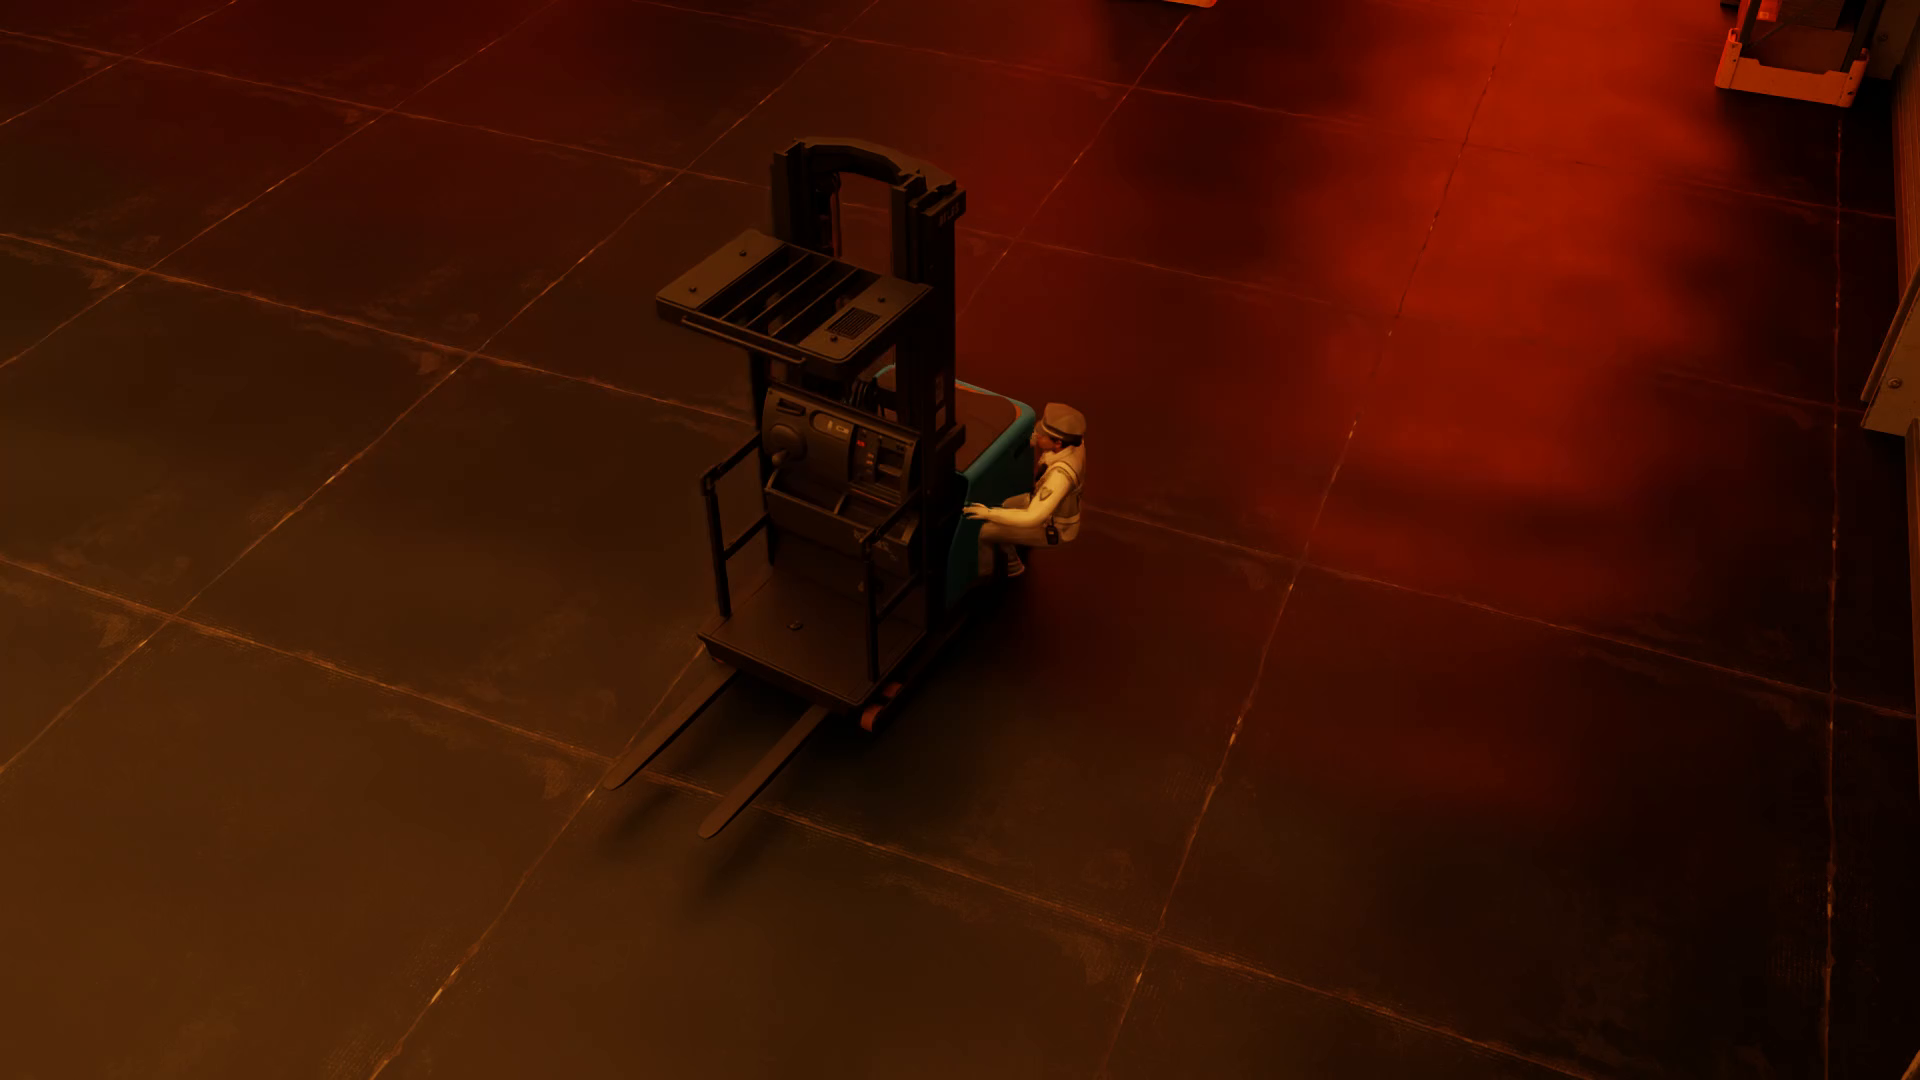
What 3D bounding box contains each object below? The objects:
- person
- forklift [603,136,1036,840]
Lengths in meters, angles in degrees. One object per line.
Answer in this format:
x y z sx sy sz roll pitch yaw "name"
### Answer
0.296 -0.192 9.383 0.795 1.439 0.902 0 40 0 "person"
-0.744 -0.420 8.508 1.130 2.935 3.031 21 44 24 "forklift"
